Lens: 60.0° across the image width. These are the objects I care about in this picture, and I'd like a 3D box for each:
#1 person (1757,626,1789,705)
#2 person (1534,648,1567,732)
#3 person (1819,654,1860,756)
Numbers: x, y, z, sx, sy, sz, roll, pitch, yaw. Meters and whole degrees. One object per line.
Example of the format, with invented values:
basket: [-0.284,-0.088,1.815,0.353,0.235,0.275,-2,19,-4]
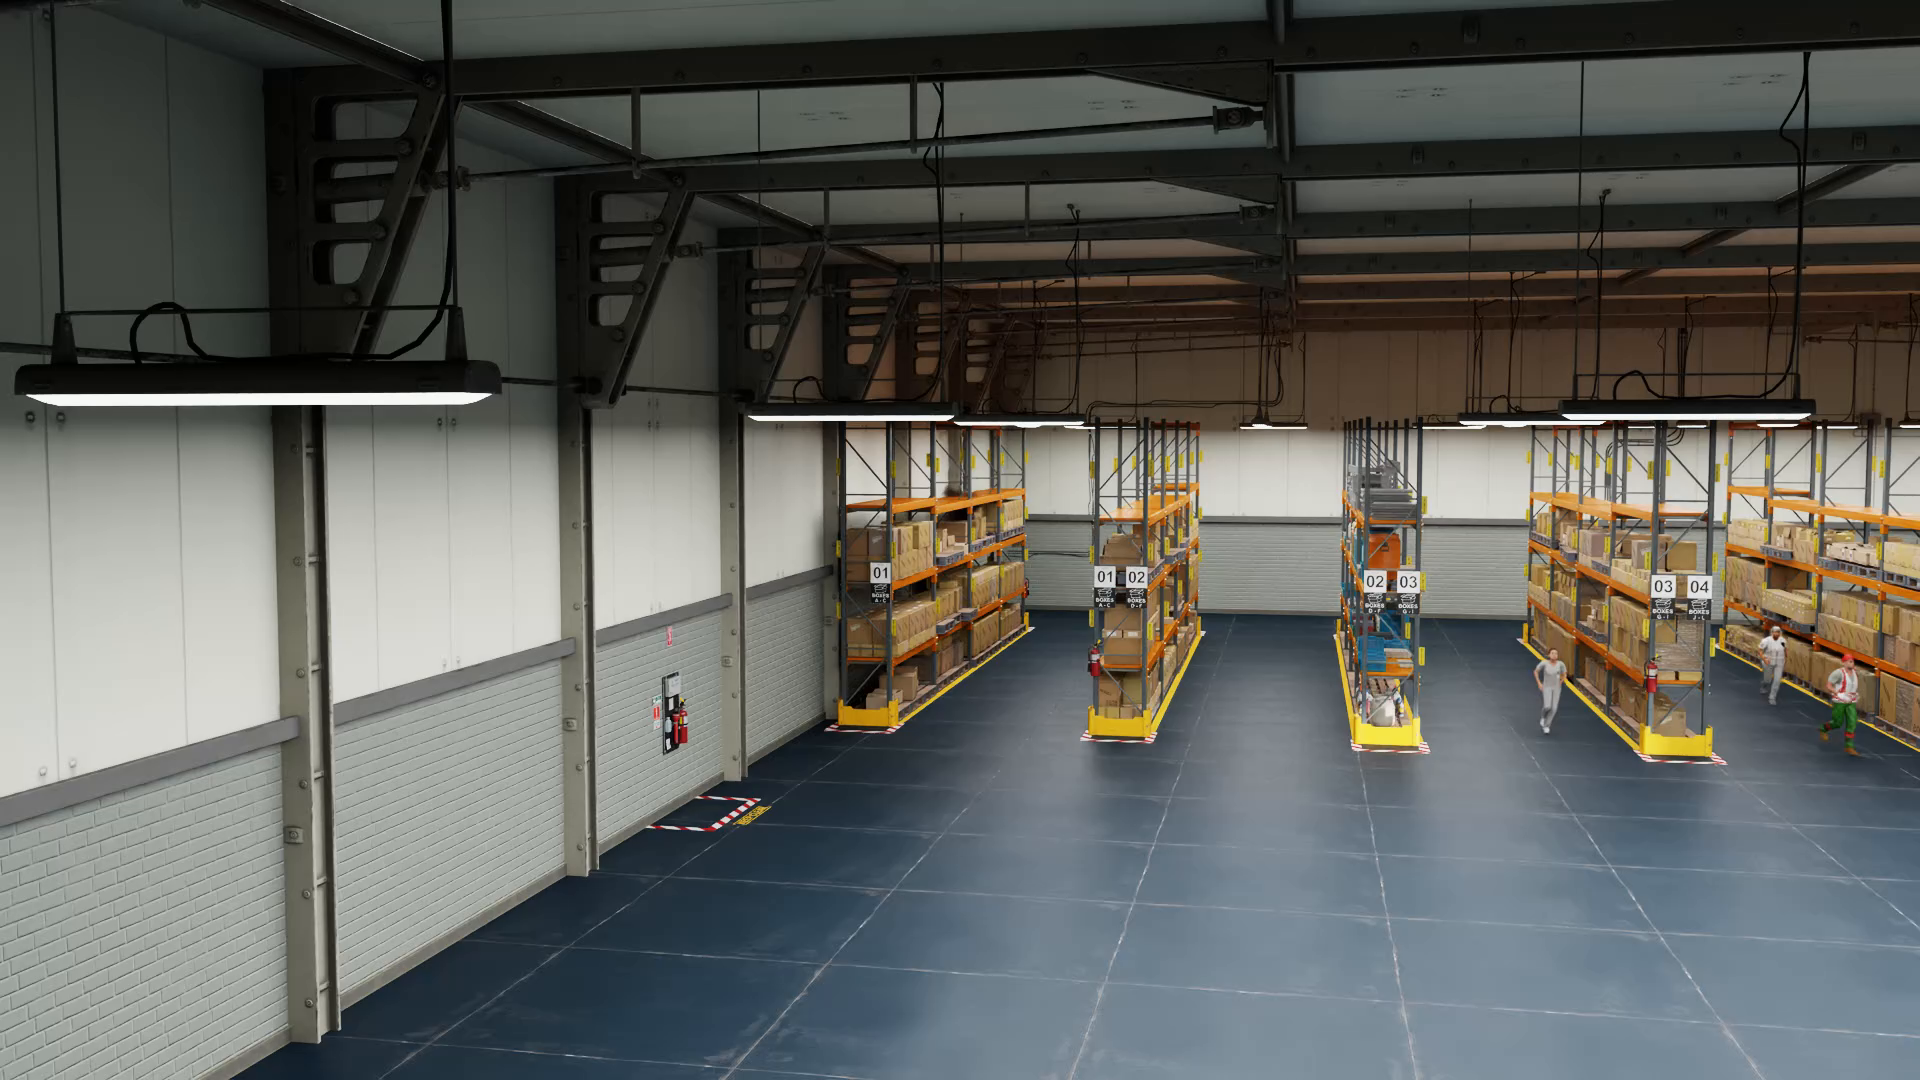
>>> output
person: [17.230,2.637,35.238,0.630,1.649,0.743,1,4,10]
person: [11.258,2.856,31.644,0.570,1.627,0.538,0,4,7]
person: [15.812,2.908,29.802,0.683,1.772,0.969,-1,4,-14]
